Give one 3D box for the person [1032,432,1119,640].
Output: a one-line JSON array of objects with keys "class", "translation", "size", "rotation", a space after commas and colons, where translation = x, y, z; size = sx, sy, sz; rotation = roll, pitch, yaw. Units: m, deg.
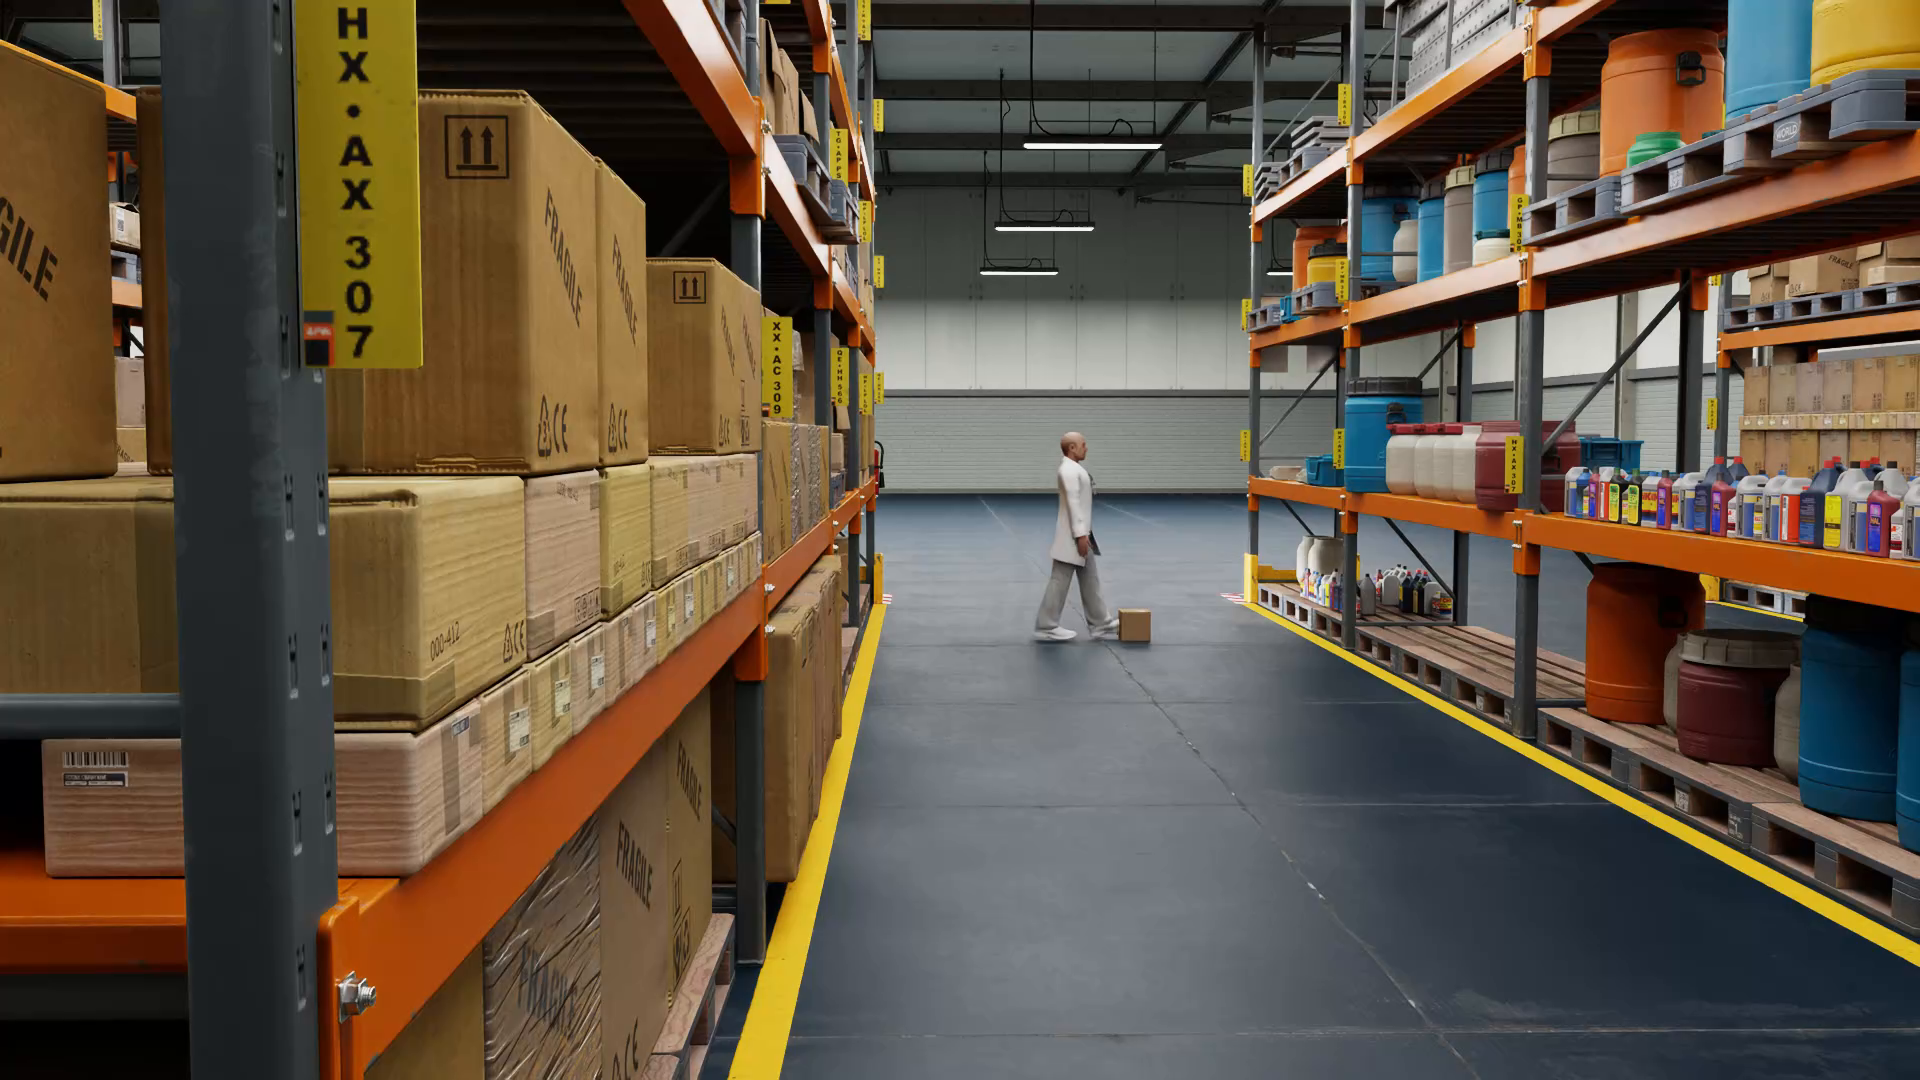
[{"class": "person", "translation": [1.048, -0.037, 14.198], "size": [0.849, 1.765, 0.572], "rotation": [0, 4, 5]}]
